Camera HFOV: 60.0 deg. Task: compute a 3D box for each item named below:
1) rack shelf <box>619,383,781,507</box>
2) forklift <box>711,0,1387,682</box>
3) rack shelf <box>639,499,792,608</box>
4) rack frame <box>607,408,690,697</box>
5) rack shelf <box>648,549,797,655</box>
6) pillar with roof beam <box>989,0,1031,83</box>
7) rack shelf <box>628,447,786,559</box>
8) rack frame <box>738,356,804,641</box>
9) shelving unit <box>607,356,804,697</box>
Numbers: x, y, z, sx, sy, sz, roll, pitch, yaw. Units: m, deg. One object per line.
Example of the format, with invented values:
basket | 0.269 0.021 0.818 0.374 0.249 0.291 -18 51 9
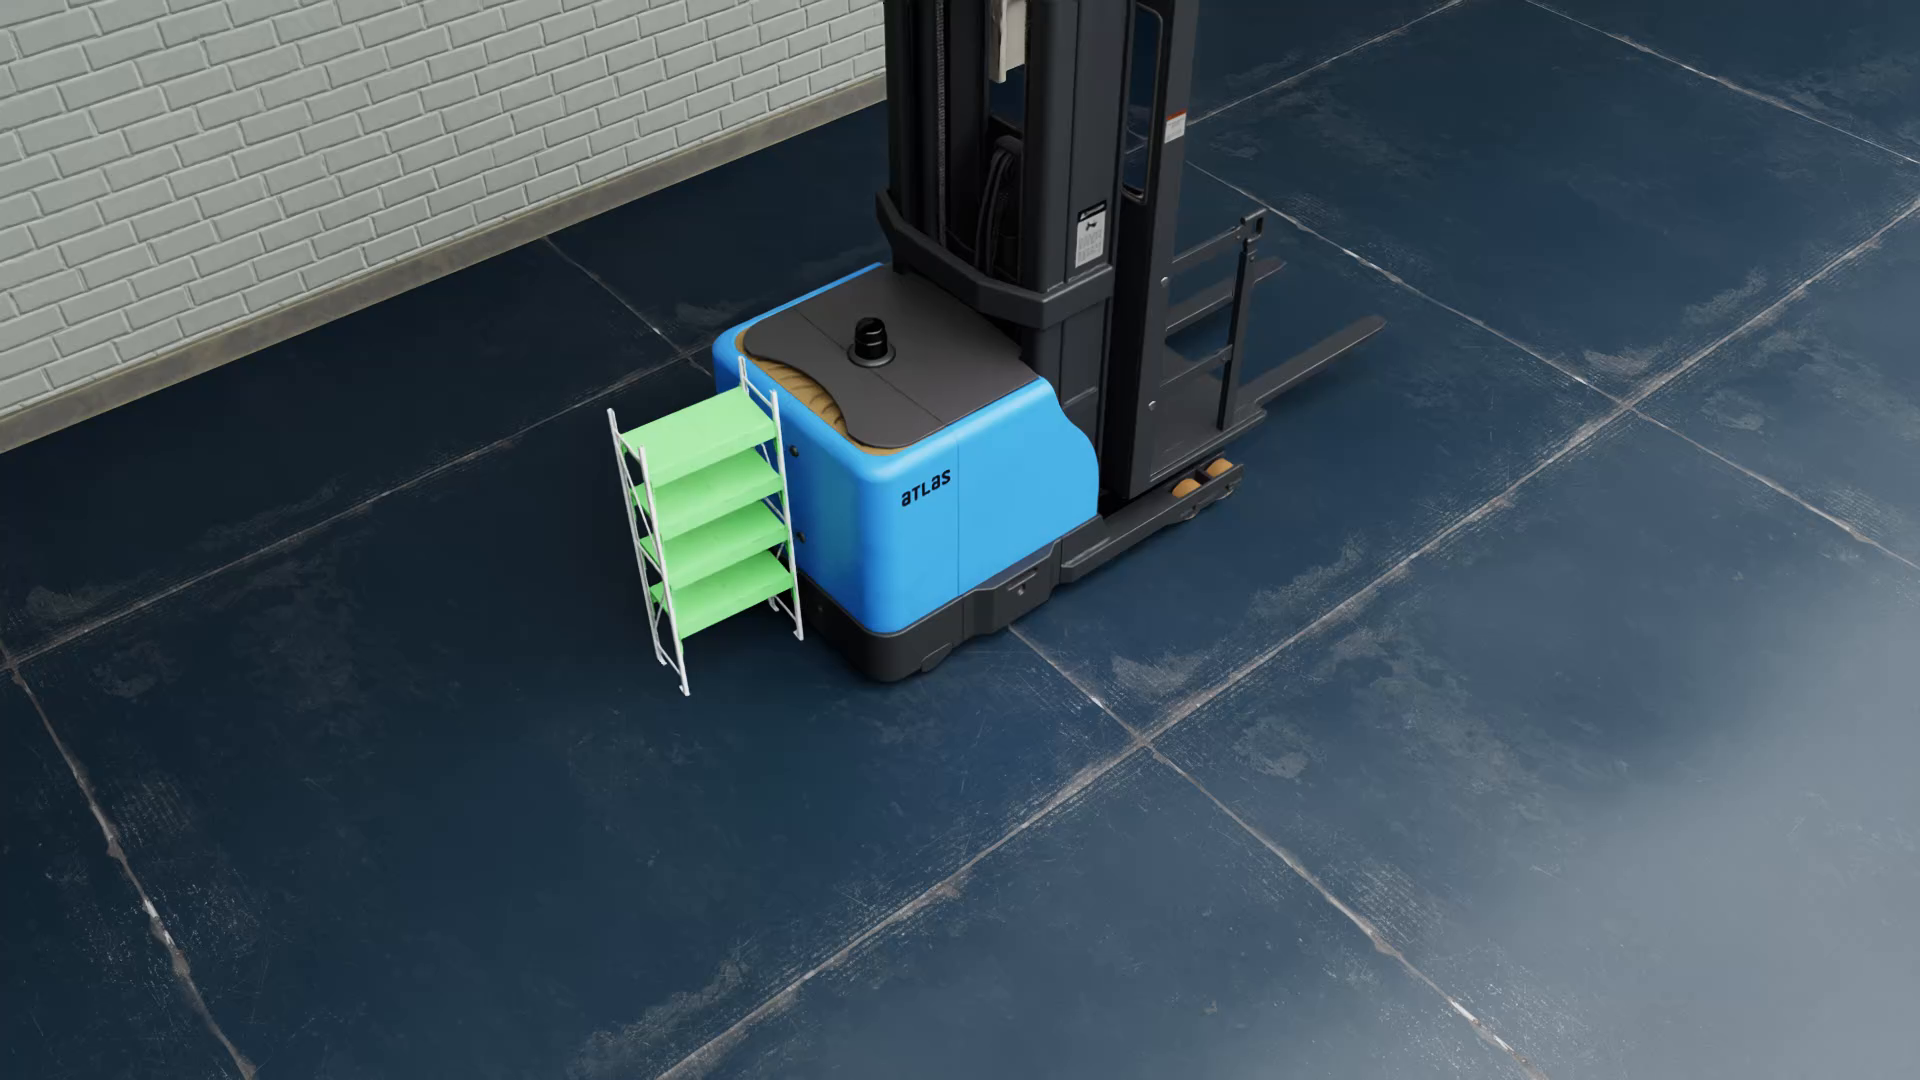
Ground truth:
rack shelf | -0.881 -0.325 5.608 0.480 0.148 0.258 -26 49 -24
forklift | 0.547 -1.406 6.106 3.031 2.935 1.130 -30 51 -28
rack shelf | -0.876 0.022 5.939 0.480 0.148 0.258 -26 49 -24
rack frame | -1.078 0.073 5.796 0.015 1.200 0.240 -26 49 -24
rack shelf | -0.874 0.196 6.104 0.480 0.148 0.258 -26 49 -24
pillar with roof beam | 3.044 -3.808 4.231 0.400 9.000 9.100 -30 51 -28
rack shelf | -0.878 -0.152 5.773 0.480 0.148 0.258 -26 49 -24
rack frame | -0.676 -0.120 5.993 0.015 1.200 0.240 -26 49 -24
shelving unit | -0.877 -0.024 5.895 0.503 1.200 0.258 -26 49 -24
